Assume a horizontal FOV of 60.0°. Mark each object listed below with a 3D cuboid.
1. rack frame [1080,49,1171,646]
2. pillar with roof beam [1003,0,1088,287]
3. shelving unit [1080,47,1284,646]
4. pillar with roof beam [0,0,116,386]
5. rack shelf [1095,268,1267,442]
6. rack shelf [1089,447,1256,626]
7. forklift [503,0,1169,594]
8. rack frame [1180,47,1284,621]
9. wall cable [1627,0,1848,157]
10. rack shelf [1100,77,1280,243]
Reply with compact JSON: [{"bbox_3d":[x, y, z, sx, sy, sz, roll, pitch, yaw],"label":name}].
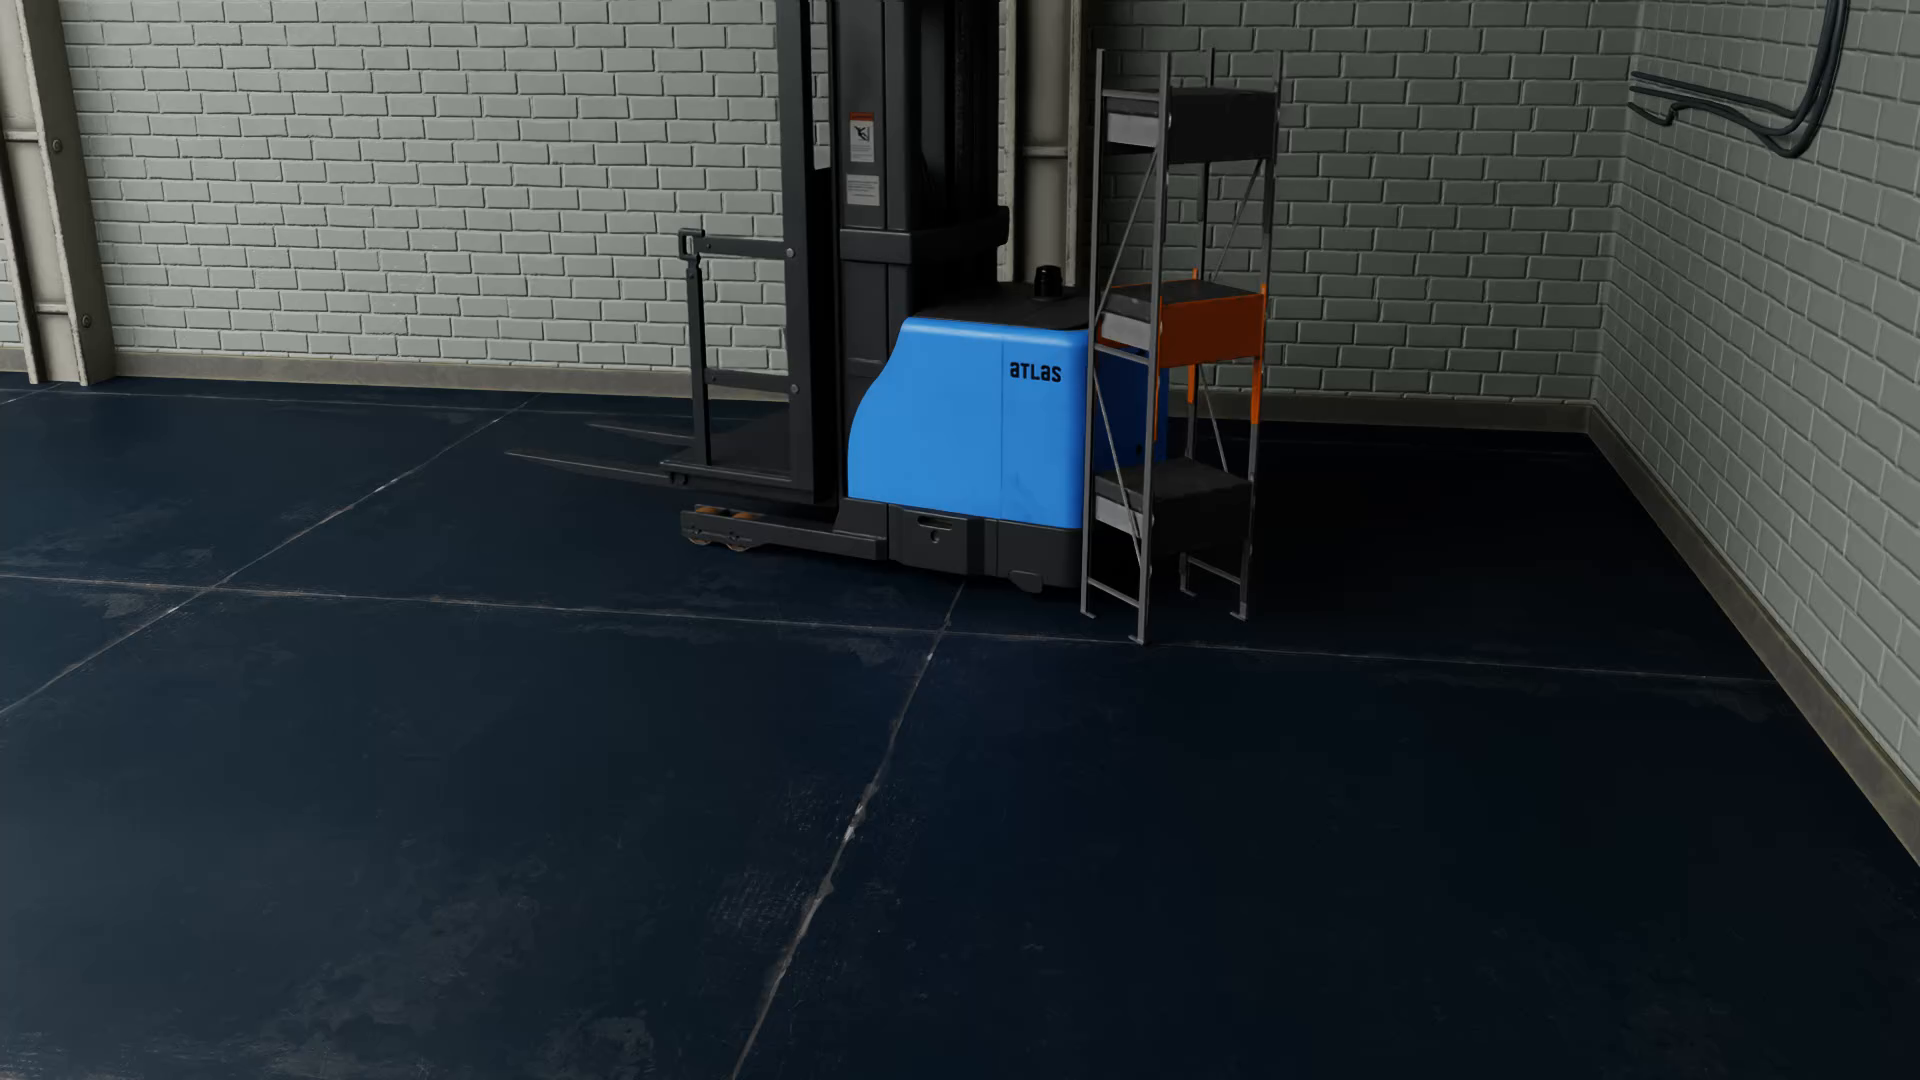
[{"bbox_3d":[0.581,-0.662,5.964,0.015,2.100,0.400,-11,21,-29],"label":"rack frame"},{"bbox_3d":[-0.228,-3.612,3.917,0.400,9.000,9.100,3,19,9],"label":"pillar with roof beam"},{"bbox_3d":[0.790,-0.701,6.084,0.503,2.100,0.431,-11,21,-29],"label":"shelving unit"},{"bbox_3d":[-6.152,-3.914,4.819,0.400,9.000,9.100,3,19,9],"label":"pillar with roof beam"},{"bbox_3d":[0.790,-0.688,6.088,0.480,0.518,0.431,-11,21,-29],"label":"rack shelf"},{"bbox_3d":[0.787,-0.023,6.309,0.480,0.518,0.431,-11,21,-29],"label":"rack shelf"},{"bbox_3d":[-0.648,-1.479,7.104,3.031,2.935,1.130,9,20,24],"label":"forklift"},{"bbox_3d":[0.999,-0.740,6.204,0.015,2.100,0.400,-11,21,-29],"label":"rack frame"},{"bbox_3d":[3.154,-2.926,6.759,0.112,2.526,3.097,3,19,9],"label":"wall cable"},{"bbox_3d":[0.793,-1.352,5.868,0.480,0.518,0.431,-11,21,-29],"label":"rack shelf"}]
